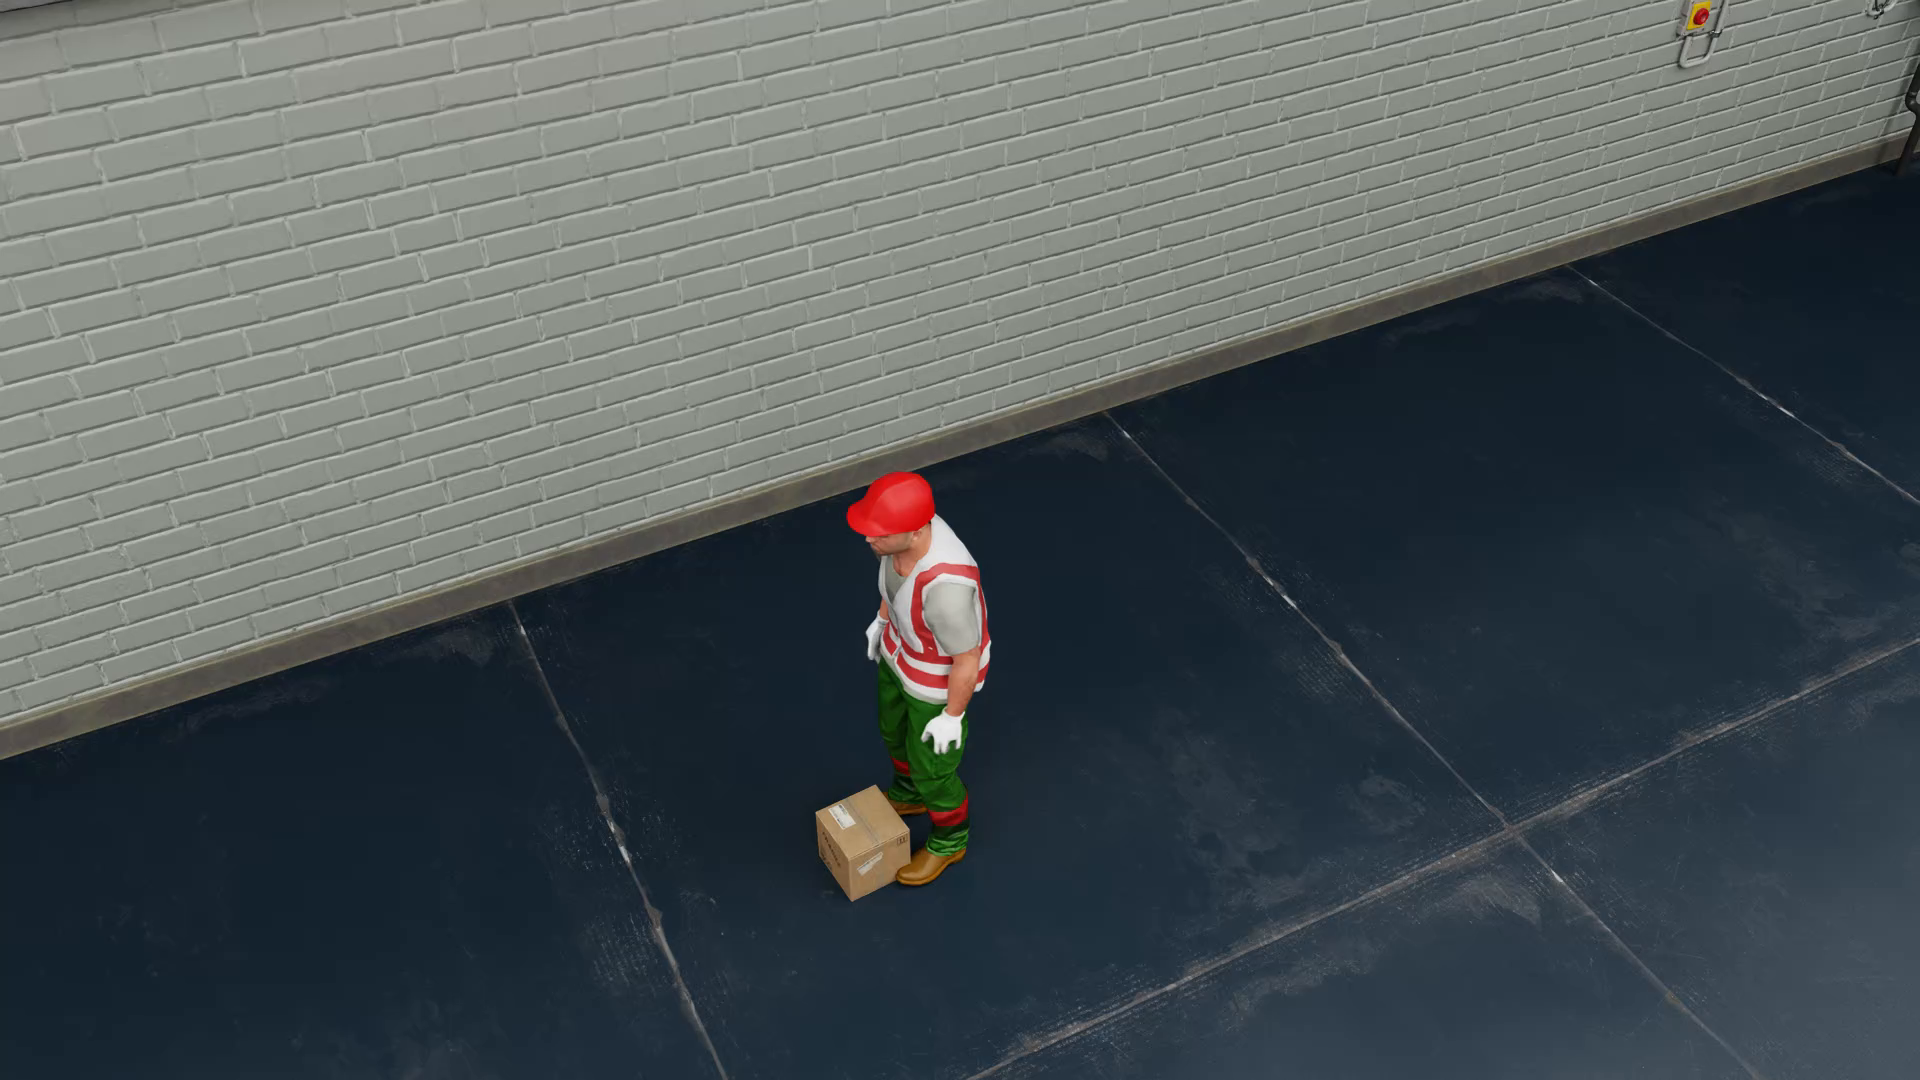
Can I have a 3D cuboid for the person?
[{"bbox_3d":[-0.147,0.450,5.627,0.453,1.778,0.604,-19,44,-20],"label":"person"}]
